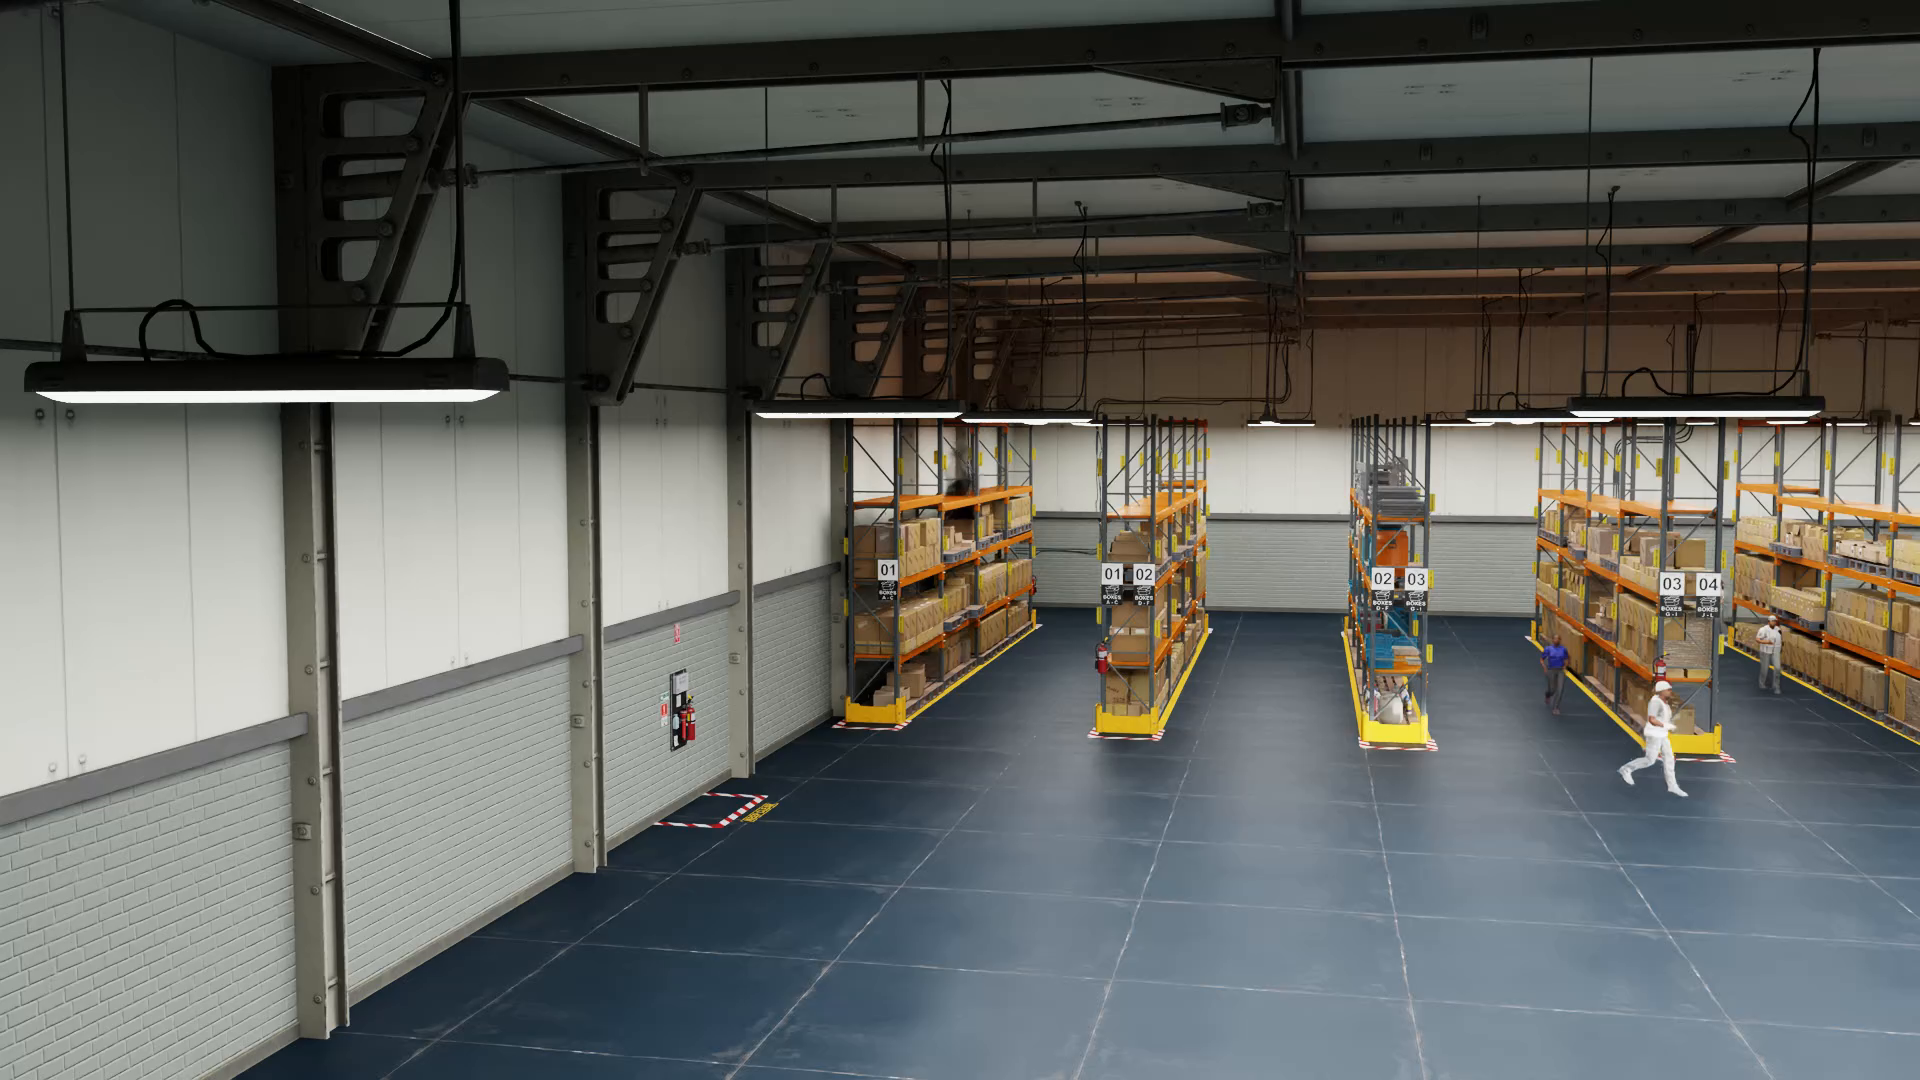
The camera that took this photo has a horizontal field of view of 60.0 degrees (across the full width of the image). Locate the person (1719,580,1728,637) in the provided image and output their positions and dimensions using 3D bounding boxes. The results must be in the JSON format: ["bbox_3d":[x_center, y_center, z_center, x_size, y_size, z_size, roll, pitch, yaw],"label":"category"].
[{"bbox_3d":[20.597,1.917,45.075,0.770,1.709,0.599,-1,4,-10],"label":"person"}]

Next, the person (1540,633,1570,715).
[{"bbox_3d":[12.034,2.689,33.618,0.581,1.617,0.592,0,4,7],"label":"person"}]

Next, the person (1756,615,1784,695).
[{"bbox_3d":[17.634,2.494,36.237,0.590,1.726,0.762,1,4,9],"label":"person"}]

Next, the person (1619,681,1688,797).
[{"bbox_3d":[10.921,3.090,26.140,1.041,1.776,0.708,3,5,35],"label":"person"}]
